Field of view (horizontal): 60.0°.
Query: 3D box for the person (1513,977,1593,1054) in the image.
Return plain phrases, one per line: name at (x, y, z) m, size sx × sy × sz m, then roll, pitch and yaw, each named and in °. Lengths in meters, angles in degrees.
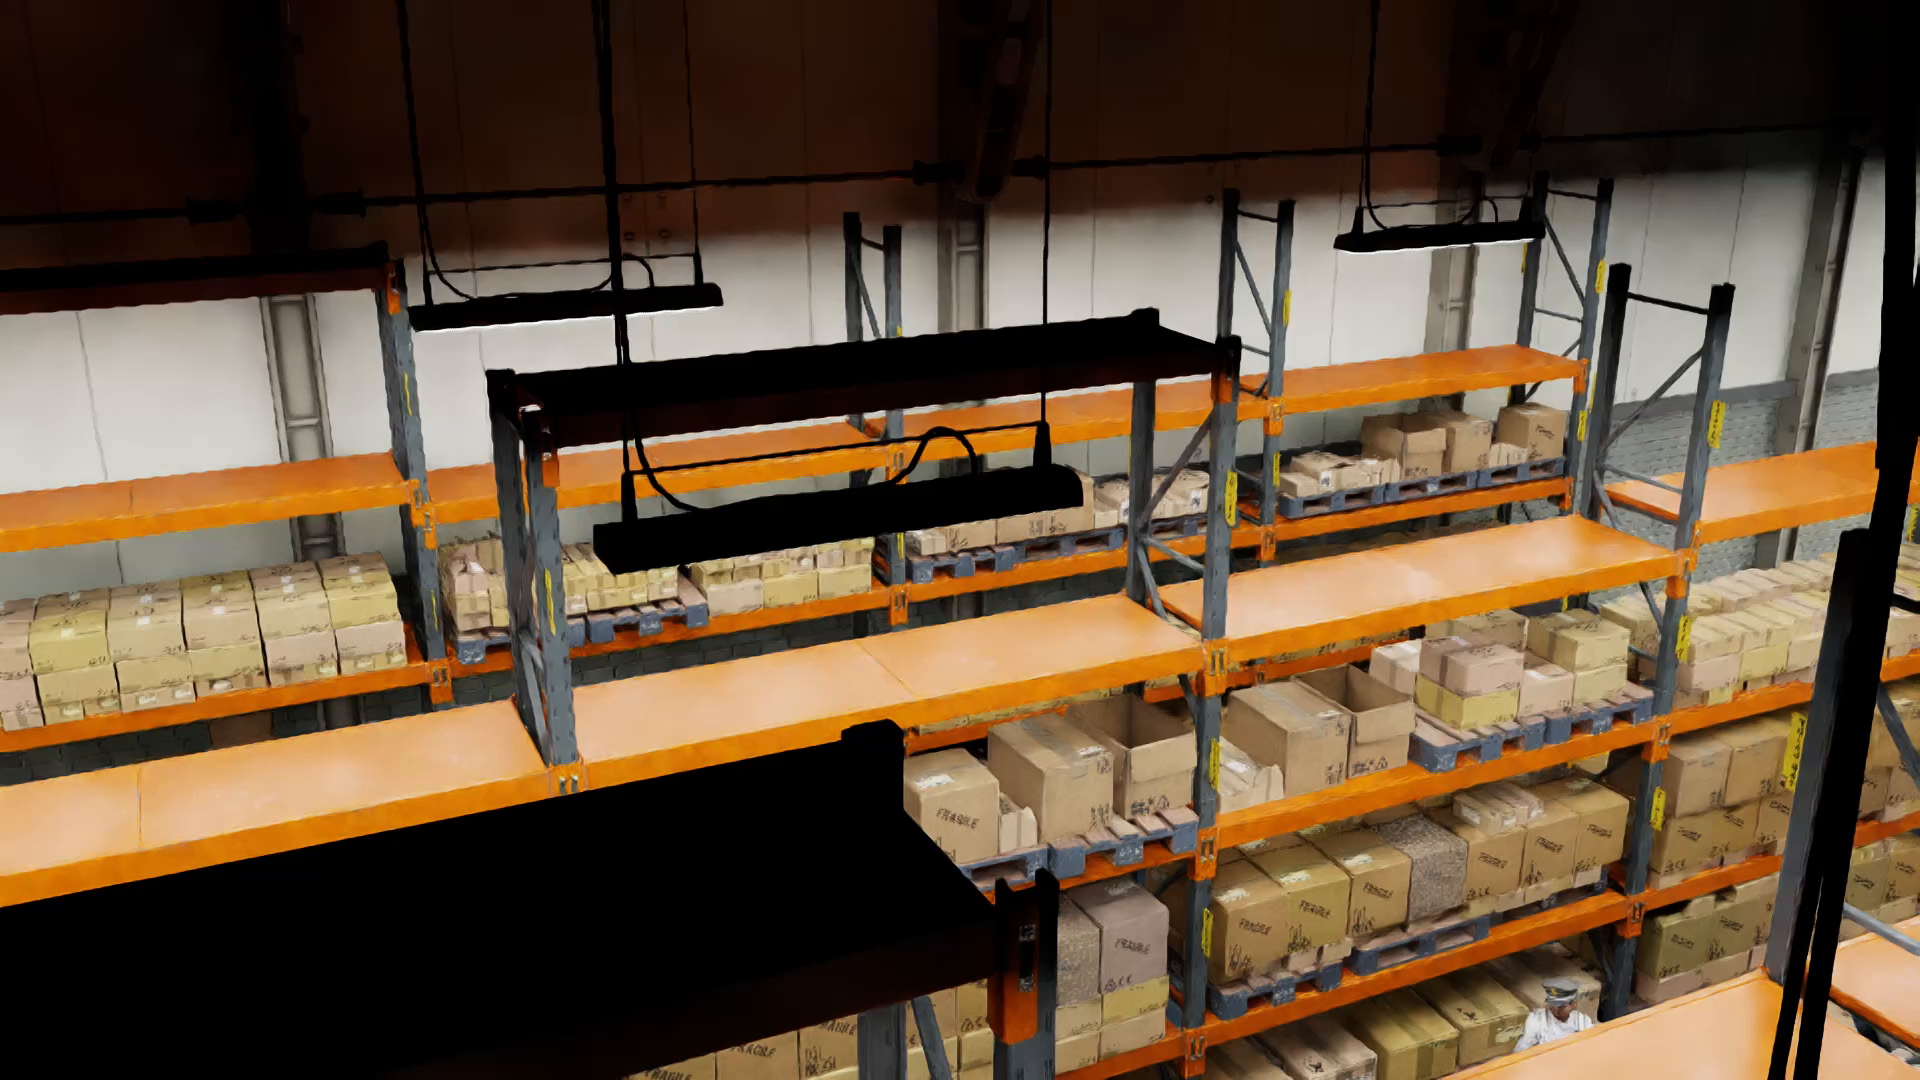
person at (3.985, 3.709, 11.236) m, size 0.573 × 1.664 × 0.539 m, roll 0°, pitch 19°, yaw 0°
